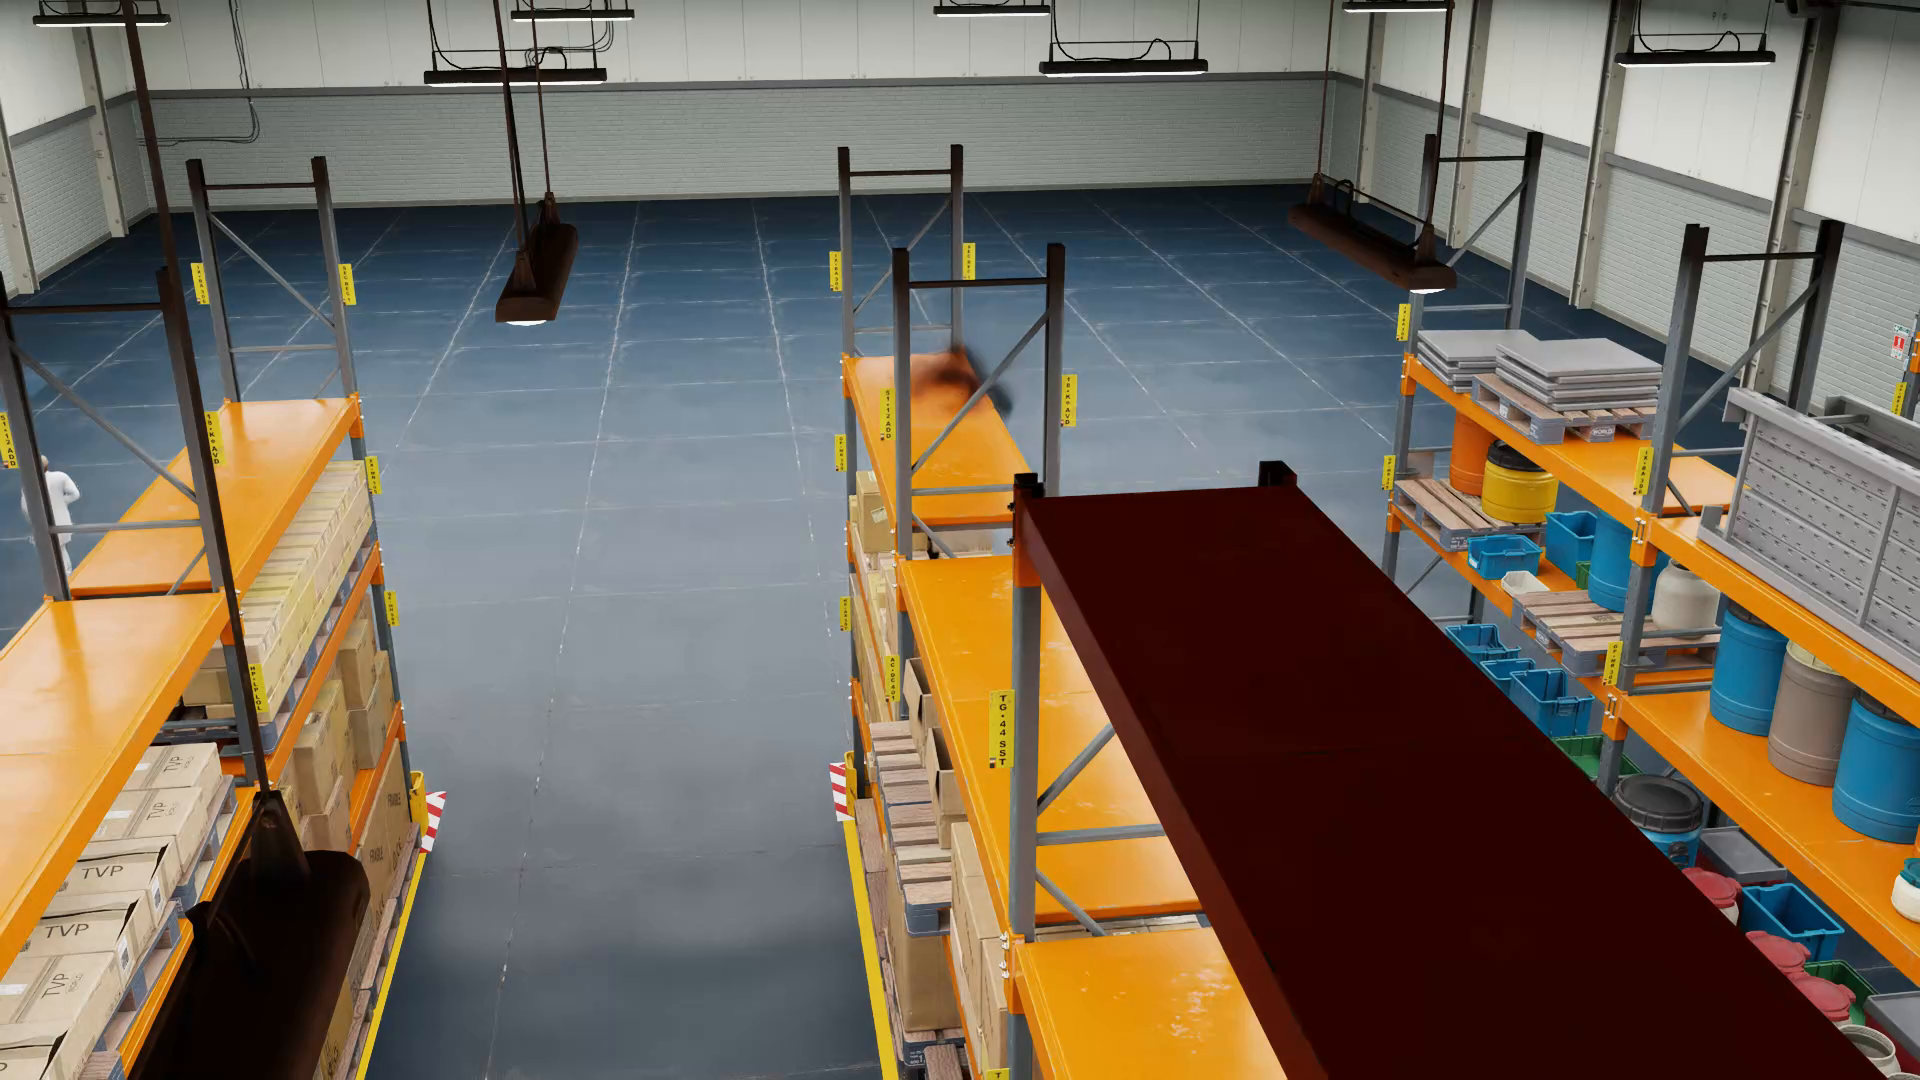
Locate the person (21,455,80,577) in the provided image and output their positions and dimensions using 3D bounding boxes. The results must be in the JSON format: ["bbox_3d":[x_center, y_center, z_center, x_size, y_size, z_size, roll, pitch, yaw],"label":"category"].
[{"bbox_3d":[-10.839,-0.204,19.804,0.639,1.734,0.728,14,26,32],"label":"person"}]
